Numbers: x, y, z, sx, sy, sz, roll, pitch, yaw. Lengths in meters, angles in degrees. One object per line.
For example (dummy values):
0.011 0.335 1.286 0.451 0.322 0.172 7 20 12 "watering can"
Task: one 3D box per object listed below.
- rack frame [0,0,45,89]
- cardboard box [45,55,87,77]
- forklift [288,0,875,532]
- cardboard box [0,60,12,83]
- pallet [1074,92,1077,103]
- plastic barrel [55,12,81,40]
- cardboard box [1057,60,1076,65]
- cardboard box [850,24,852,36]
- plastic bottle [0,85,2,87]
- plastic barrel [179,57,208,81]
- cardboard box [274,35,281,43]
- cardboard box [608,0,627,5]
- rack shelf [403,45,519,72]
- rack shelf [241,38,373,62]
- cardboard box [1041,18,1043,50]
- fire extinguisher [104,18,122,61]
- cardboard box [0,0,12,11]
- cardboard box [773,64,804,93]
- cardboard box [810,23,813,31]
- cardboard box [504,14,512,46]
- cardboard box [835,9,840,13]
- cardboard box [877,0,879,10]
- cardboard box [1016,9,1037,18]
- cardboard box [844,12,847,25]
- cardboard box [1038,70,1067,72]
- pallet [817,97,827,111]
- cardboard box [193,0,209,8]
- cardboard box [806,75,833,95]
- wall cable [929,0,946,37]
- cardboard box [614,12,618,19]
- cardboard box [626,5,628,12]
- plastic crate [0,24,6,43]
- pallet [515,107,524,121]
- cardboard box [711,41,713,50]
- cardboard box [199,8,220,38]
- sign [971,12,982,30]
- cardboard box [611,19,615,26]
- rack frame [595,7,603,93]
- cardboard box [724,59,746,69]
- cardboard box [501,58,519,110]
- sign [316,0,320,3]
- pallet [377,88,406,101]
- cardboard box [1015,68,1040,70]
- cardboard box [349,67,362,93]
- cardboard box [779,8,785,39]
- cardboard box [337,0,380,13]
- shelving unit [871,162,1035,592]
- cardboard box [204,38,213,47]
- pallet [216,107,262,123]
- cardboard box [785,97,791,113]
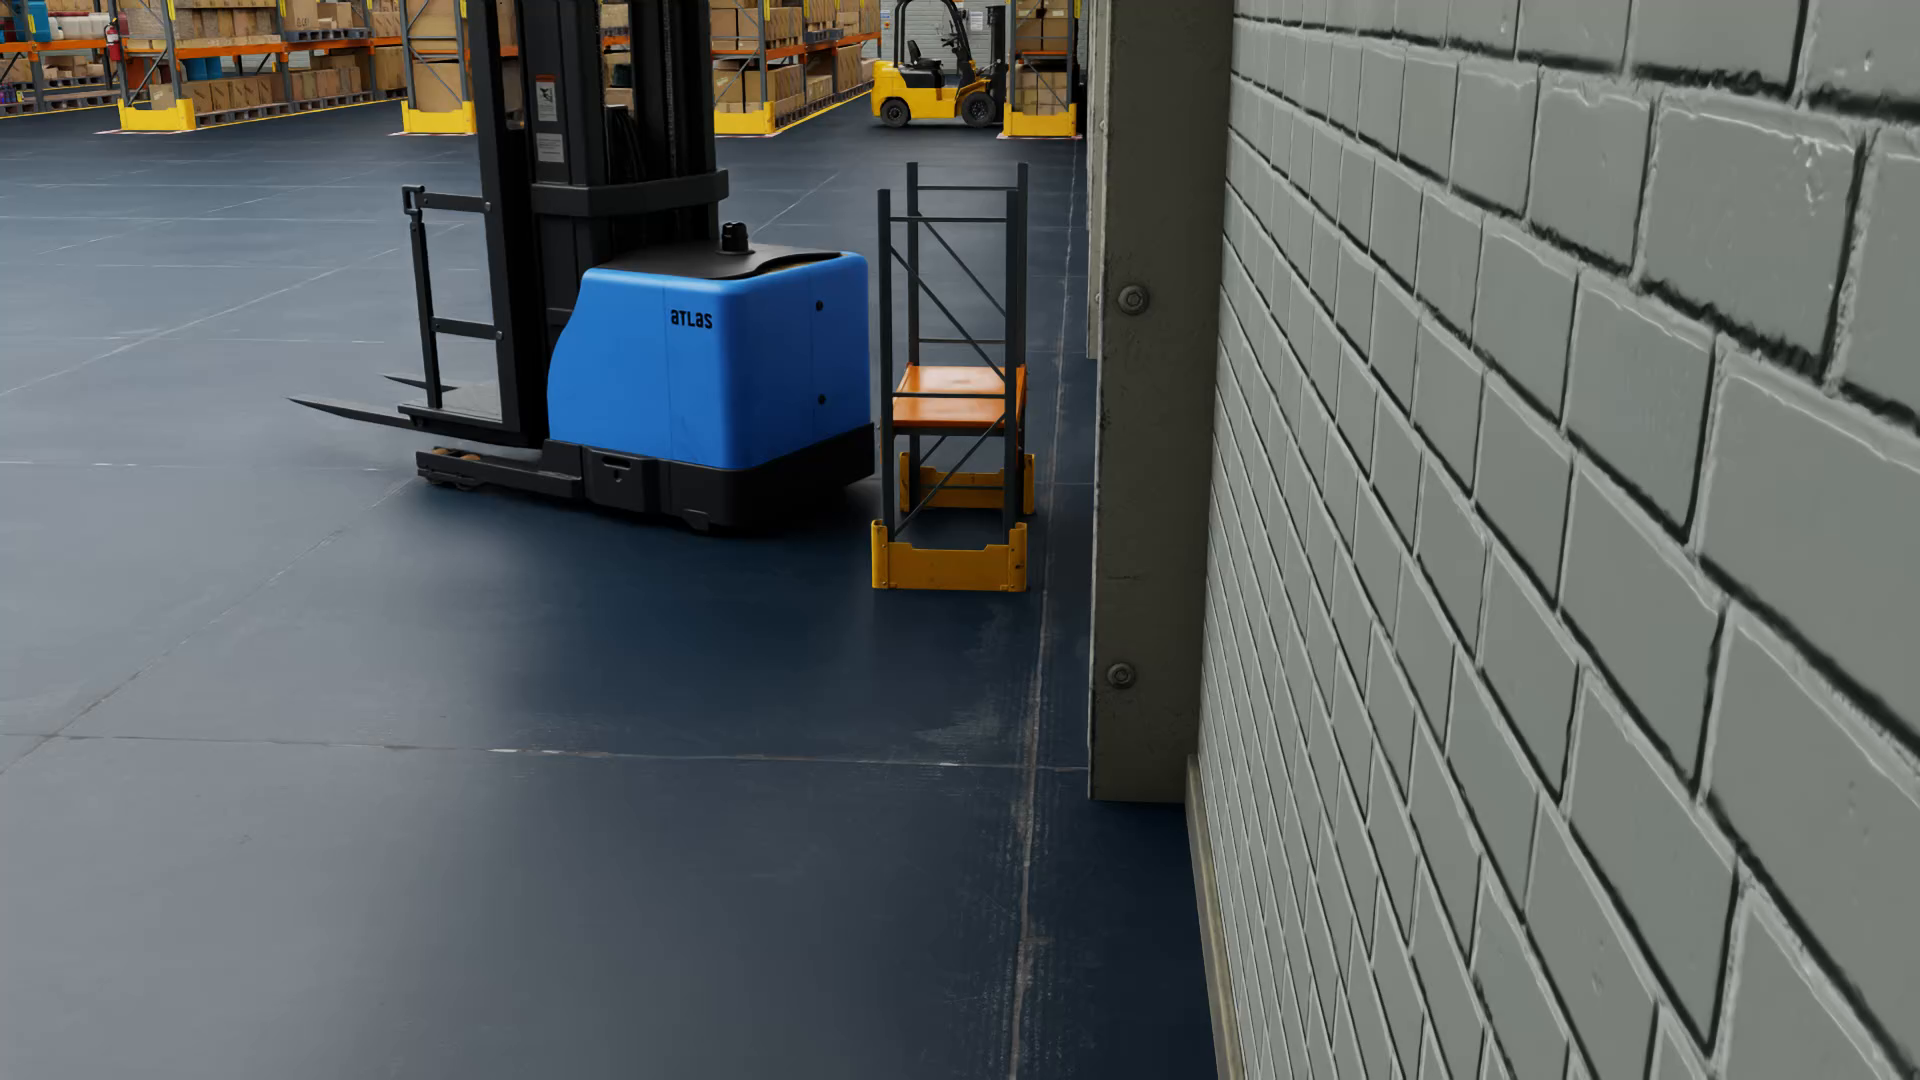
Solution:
-22.555 -12.289 39.611 1.000 3.000 0.127 1 18 4 "rack frame"
-22.426 -11.896 41.712 0.797 0.503 0.637 1 18 4 "cardboard box"
-1.922 -1.747 7.548 3.031 2.935 1.130 10 21 29 "forklift"
-22.385 -10.842 38.501 0.500 0.500 0.500 2 18 5 "cardboard box"
1.966 -9.400 35.271 1.003 0.211 1.213 1 18 4 "pallet"
-17.848 -10.278 33.253 0.433 0.535 0.433 0 18 0 "plastic barrel"
2.223 -9.969 34.827 0.380 0.149 0.250 2 18 7 "cardboard box"
-2.664 -11.315 36.879 0.500 0.250 0.500 1 18 2 "cardboard box"
-18.091 -8.440 31.411 0.144 0.351 0.185 1 18 4 "plastic bottle"
-17.721 -10.991 38.346 0.600 0.901 0.708 1 18 4 "plastic barrel"
-12.970 -9.390 31.165 0.380 0.149 0.250 1 18 4 "cardboard box"
-7.971 -12.741 38.745 0.500 0.500 0.500 1 18 2 "cardboard box"
-8.451 -8.477 29.132 1.077 0.370 4.000 1 18 4 "rack shelf"
-13.105 -9.862 33.357 1.077 0.370 4.000 1 18 4 "rack shelf"
1.121 -8.376 27.509 0.500 0.500 0.500 2 18 6 "cardboard box"
-14.003 -8.278 27.493 0.296 0.674 0.183 1 18 4 "fire extinguisher"
-22.777 -12.975 39.937 0.500 0.500 0.500 1 18 4 "cardboard box"
-3.138 -8.421 30.342 0.500 0.500 0.500 1 18 3 "cardboard box"
-2.982 -9.683 31.387 0.380 0.149 0.250 2 18 5 "cardboard box"
-8.496 -9.060 29.515 0.875 0.550 0.550 1 18 4 "cardboard box"
-2.797 -11.274 34.746 0.500 0.500 0.500 1 18 2 "cardboard box"
-2.300 -13.456 41.404 0.500 0.500 0.500 2 18 6 "cardboard box"
1.046 -8.479 26.780 0.380 0.149 0.250 2 18 5 "cardboard box"
-2.708 -11.237 35.836 0.500 0.250 0.500 1 18 4 "cardboard box"
1.556 -7.678 27.672 0.500 0.250 0.500 1 18 4 "cardboard box"
-3.224 -8.658 33.006 1.003 0.211 1.213 1 18 4 "pallet"
-13.181 -9.324 28.317 0.500 0.500 0.500 1 18 4 "cardboard box"
-3.127 -9.379 34.275 0.950 0.372 0.625 0 18 0 "cardboard box"
-0.707 -15.295 47.151 0.588 1.984 0.122 1 18 4 "wall cable"
-7.696 -11.450 36.300 0.380 0.149 0.250 1 18 3 "cardboard box"
-7.626 -11.914 37.238 0.380 0.149 0.250 1 18 4 "cardboard box"
-18.353 -9.504 31.209 0.767 0.338 0.504 1 18 4 "plastic crate"
-8.441 -7.881 30.635 1.003 0.211 1.213 1 18 4 "pallet"
-3.929 -8.202 27.539 0.380 0.149 0.250 1 18 3 "cardboard box"
-13.473 -9.011 28.969 0.875 0.500 0.500 1 18 4 "cardboard box"
0.470 -14.756 47.291 0.329 0.494 0.001 1 18 4 "sign"
-7.715 -11.231 36.110 0.380 0.149 0.250 2 18 6 "cardboard box"
-8.021 -10.683 34.707 1.000 3.000 0.127 1 18 4 "rack frame"
-3.872 -8.125 28.396 0.380 0.149 0.250 2 18 5 "cardboard box"
-8.484 -8.156 29.735 0.875 0.875 0.875 1 18 4 "cardboard box"
-13.515 -11.386 34.995 0.100 0.325 0.005 1 18 4 "sign"
-12.830 -9.743 36.317 1.003 0.211 1.213 1 18 4 "pallet"
1.124 -8.000 28.657 0.500 0.250 0.500 1 18 3 "cardboard box"
-12.989 -9.637 34.825 0.700 0.500 0.500 0 18 1 "cardboard box"
-3.270 -8.768 28.226 0.500 0.500 0.500 1 18 3 "cardboard box"
-12.893 -11.576 35.661 0.797 0.503 0.637 2 18 6 "cardboard box"
-0.005 -0.689 6.617 0.587 1.500 1.083 1 18 4 "shelving unit"
-13.184 -8.614 28.798 0.380 0.149 0.250 1 18 4 "cardboard box"
-13.346 -7.668 29.985 1.003 0.211 1.213 1 18 4 "pallet"
-3.246 -7.584 28.993 0.500 0.250 0.500 3 18 8 "cardboard box"
